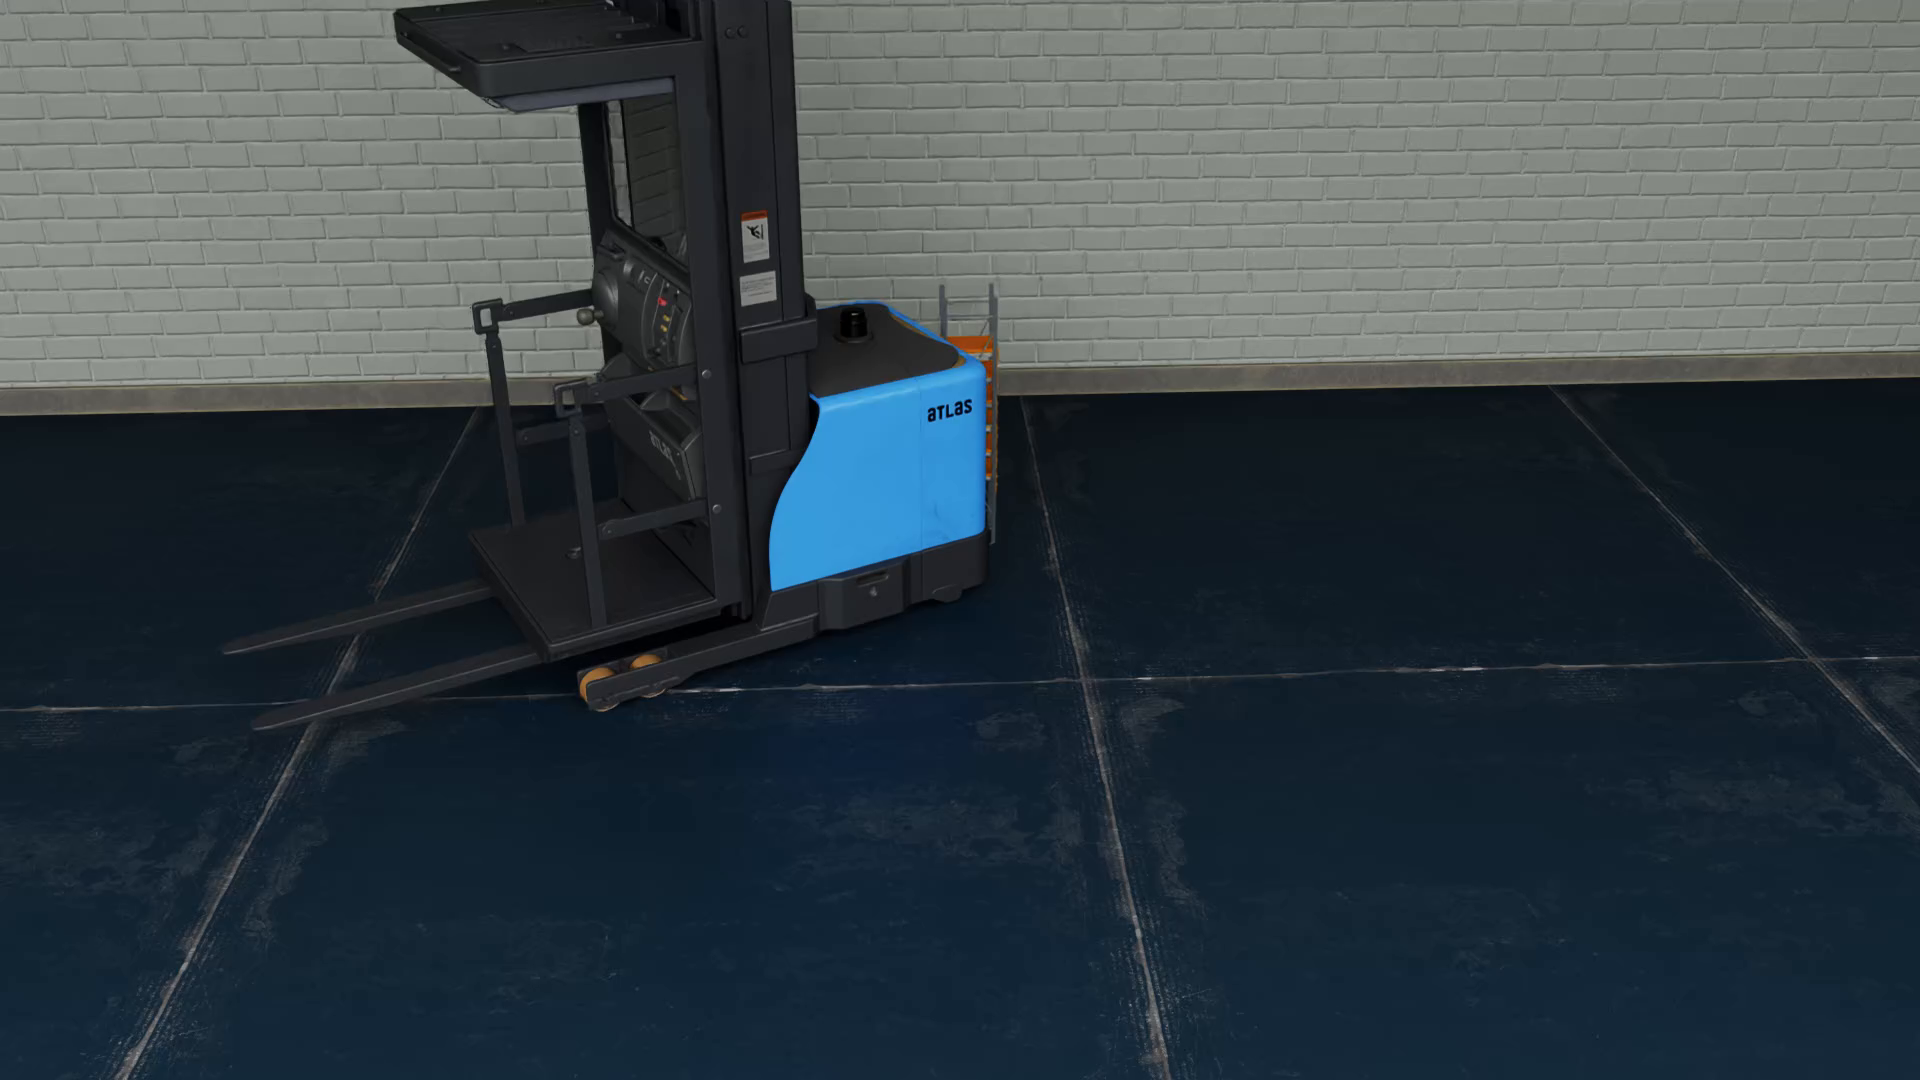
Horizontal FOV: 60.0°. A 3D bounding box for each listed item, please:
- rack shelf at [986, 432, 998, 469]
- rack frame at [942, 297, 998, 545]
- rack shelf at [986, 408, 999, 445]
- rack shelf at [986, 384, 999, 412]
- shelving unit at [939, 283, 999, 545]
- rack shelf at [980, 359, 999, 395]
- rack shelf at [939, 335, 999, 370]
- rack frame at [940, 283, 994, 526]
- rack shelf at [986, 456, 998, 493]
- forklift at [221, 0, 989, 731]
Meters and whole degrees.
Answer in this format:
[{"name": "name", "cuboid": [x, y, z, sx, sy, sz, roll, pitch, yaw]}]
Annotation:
[{"name": "rack shelf", "cuboid": [0.037, -0.405, 7.585, 0.258, 0.103, 0.180, -2, 28, -4]}, {"name": "rack frame", "cuboid": [0.044, -0.509, 7.428, 0.240, 1.200, 0.006, -2, 28, -4]}, {"name": "rack shelf", "cuboid": [0.037, -0.512, 7.530, 0.258, 0.103, 0.180, -2, 28, -4]}, {"name": "rack shelf", "cuboid": [0.037, -0.618, 7.474, 0.258, 0.103, 0.180, -2, 28, -4]}, {"name": "shelving unit", "cuboid": [0.037, -0.551, 7.509, 0.258, 1.200, 0.189, -2, 28, -4]}, {"name": "rack shelf", "cuboid": [0.037, -0.725, 7.419, 0.258, 0.103, 0.180, -2, 28, -4]}, {"name": "rack shelf", "cuboid": [0.037, -0.831, 7.363, 0.258, 0.103, 0.180, -2, 28, -4]}, {"name": "rack frame", "cuboid": [0.030, -0.593, 7.590, 0.240, 1.200, 0.006, -2, 28, -4]}, {"name": "rack shelf", "cuboid": [0.037, -0.299, 7.641, 0.258, 0.103, 0.180, -2, 28, -4]}, {"name": "forklift", "cuboid": [-1.405, -0.912, 6.329, 3.031, 2.935, 1.130, -15, 31, -27]}]
